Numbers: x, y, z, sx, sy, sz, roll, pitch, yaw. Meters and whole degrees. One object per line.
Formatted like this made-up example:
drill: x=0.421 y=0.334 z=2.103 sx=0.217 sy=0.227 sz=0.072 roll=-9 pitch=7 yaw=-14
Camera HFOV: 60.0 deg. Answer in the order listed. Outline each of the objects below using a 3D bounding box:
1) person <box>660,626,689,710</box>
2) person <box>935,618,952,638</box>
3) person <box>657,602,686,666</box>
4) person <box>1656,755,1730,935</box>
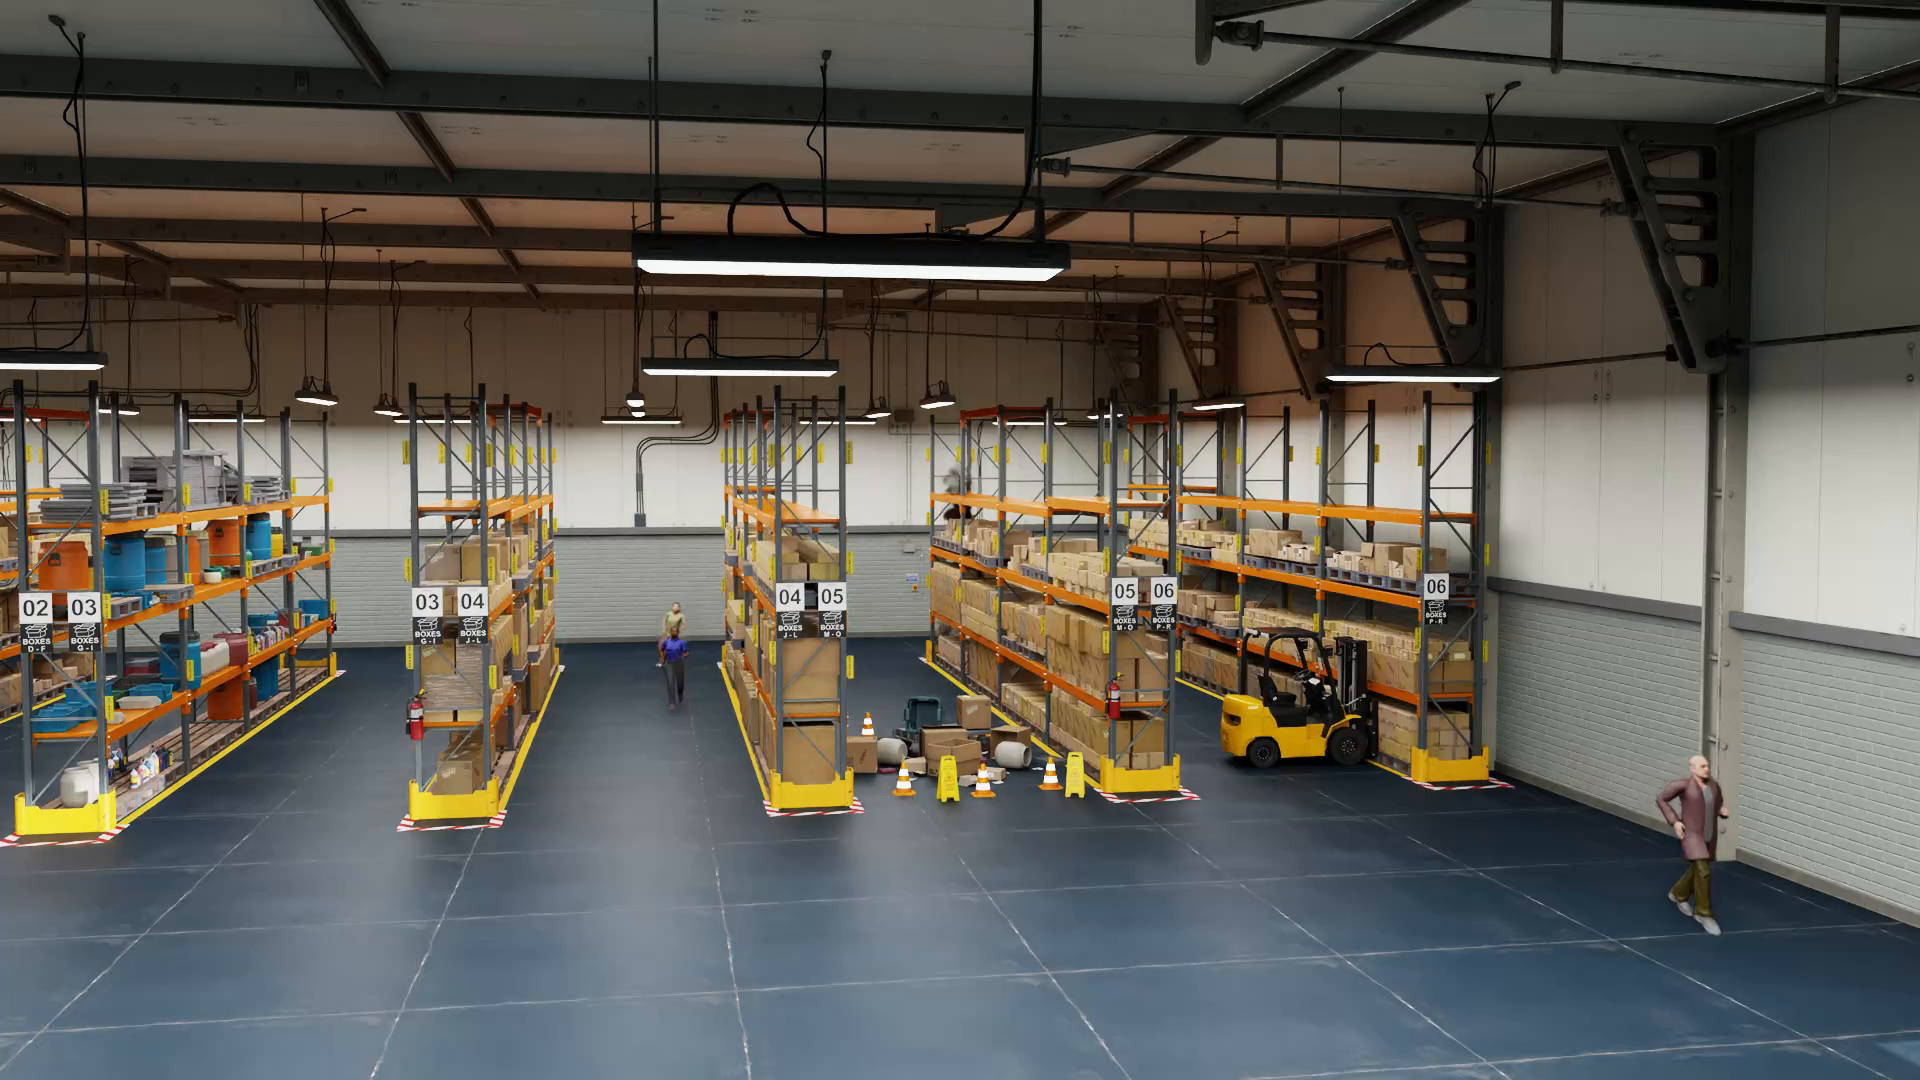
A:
person: x=-5.658 y=2.559 z=32.938 sx=0.589 sy=1.535 sz=0.850 roll=0 pitch=3 yaw=-7
person: x=-0.390 y=2.062 z=41.759 sx=0.560 sy=1.663 sz=0.770 roll=0 pitch=3 yaw=-3
person: x=-6.866 y=2.227 z=39.373 sx=0.735 sy=1.543 sz=0.507 roll=1 pitch=3 yaw=16
person: x=7.864 y=3.205 z=17.759 sx=0.694 sy=1.822 sz=0.877 roll=-1 pitch=3 yaw=-20
